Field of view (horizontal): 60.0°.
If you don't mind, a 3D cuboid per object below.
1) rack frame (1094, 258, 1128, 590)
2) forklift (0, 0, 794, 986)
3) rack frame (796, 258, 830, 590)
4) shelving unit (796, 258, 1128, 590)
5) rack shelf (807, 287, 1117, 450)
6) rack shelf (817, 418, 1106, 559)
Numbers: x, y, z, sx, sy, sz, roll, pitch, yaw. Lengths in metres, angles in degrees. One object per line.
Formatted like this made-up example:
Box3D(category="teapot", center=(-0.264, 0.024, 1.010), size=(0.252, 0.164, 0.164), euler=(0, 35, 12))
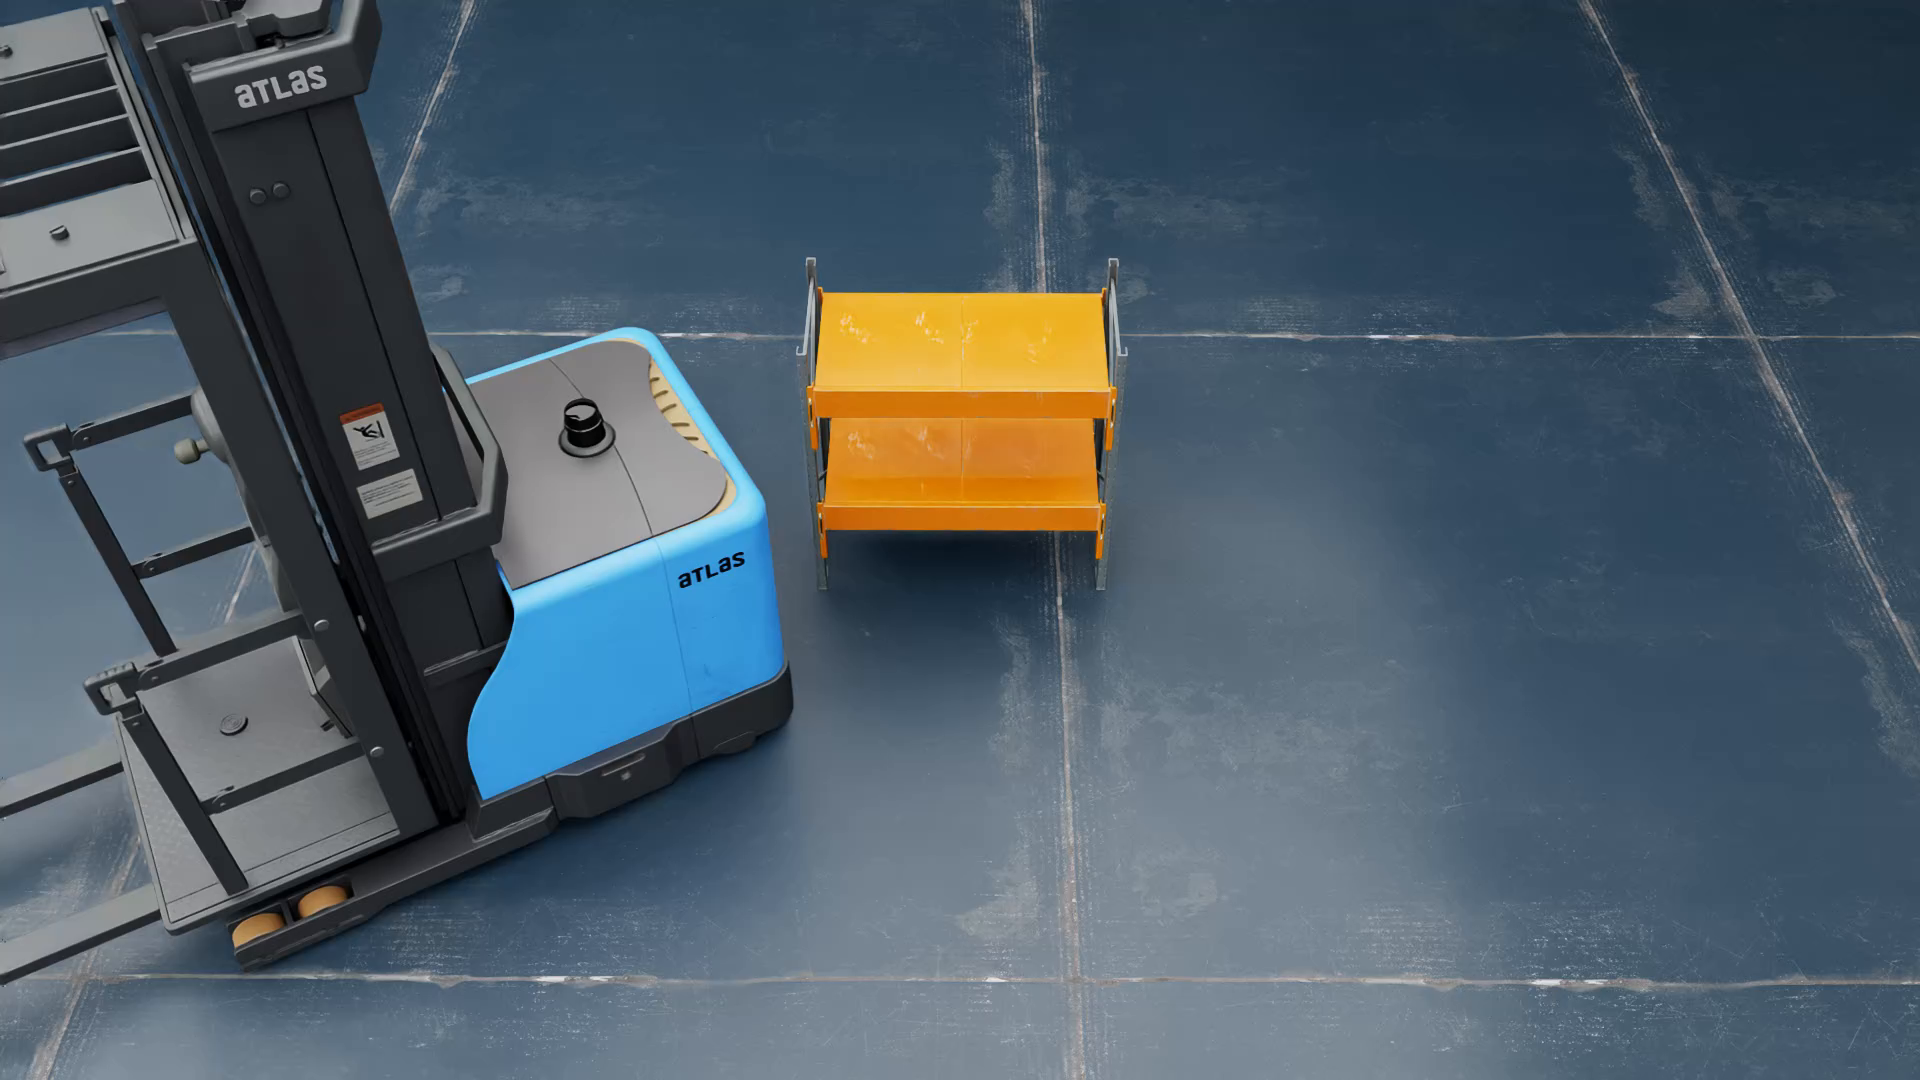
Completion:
Box3D(category="rack frame", center=(0.515, -0.382, 5.837), size=(0.032, 1.125, 0.500), euler=(0, 47, 0))
Box3D(category="forklift", center=(-2.103, -0.156, 4.393), size=(3.031, 2.935, 1.130), euler=(-22, 51, -19))
Box3D(category="rack frame", center=(-0.502, -0.385, 5.840), size=(0.032, 1.125, 0.500), euler=(0, 47, 0))
Box3D(category="shelving unit", center=(0.007, -0.383, 5.838), size=(1.048, 1.125, 0.538), euler=(0, 47, 0))
Box3D(category="rack shelf", center=(0.007, -0.583, 5.624), size=(1.000, 0.278, 0.538), euler=(0, 47, 0))
Box3D(category="rack shelf", center=(0.007, -0.217, 6.017), size=(1.000, 0.278, 0.538), euler=(0, 47, 0))
